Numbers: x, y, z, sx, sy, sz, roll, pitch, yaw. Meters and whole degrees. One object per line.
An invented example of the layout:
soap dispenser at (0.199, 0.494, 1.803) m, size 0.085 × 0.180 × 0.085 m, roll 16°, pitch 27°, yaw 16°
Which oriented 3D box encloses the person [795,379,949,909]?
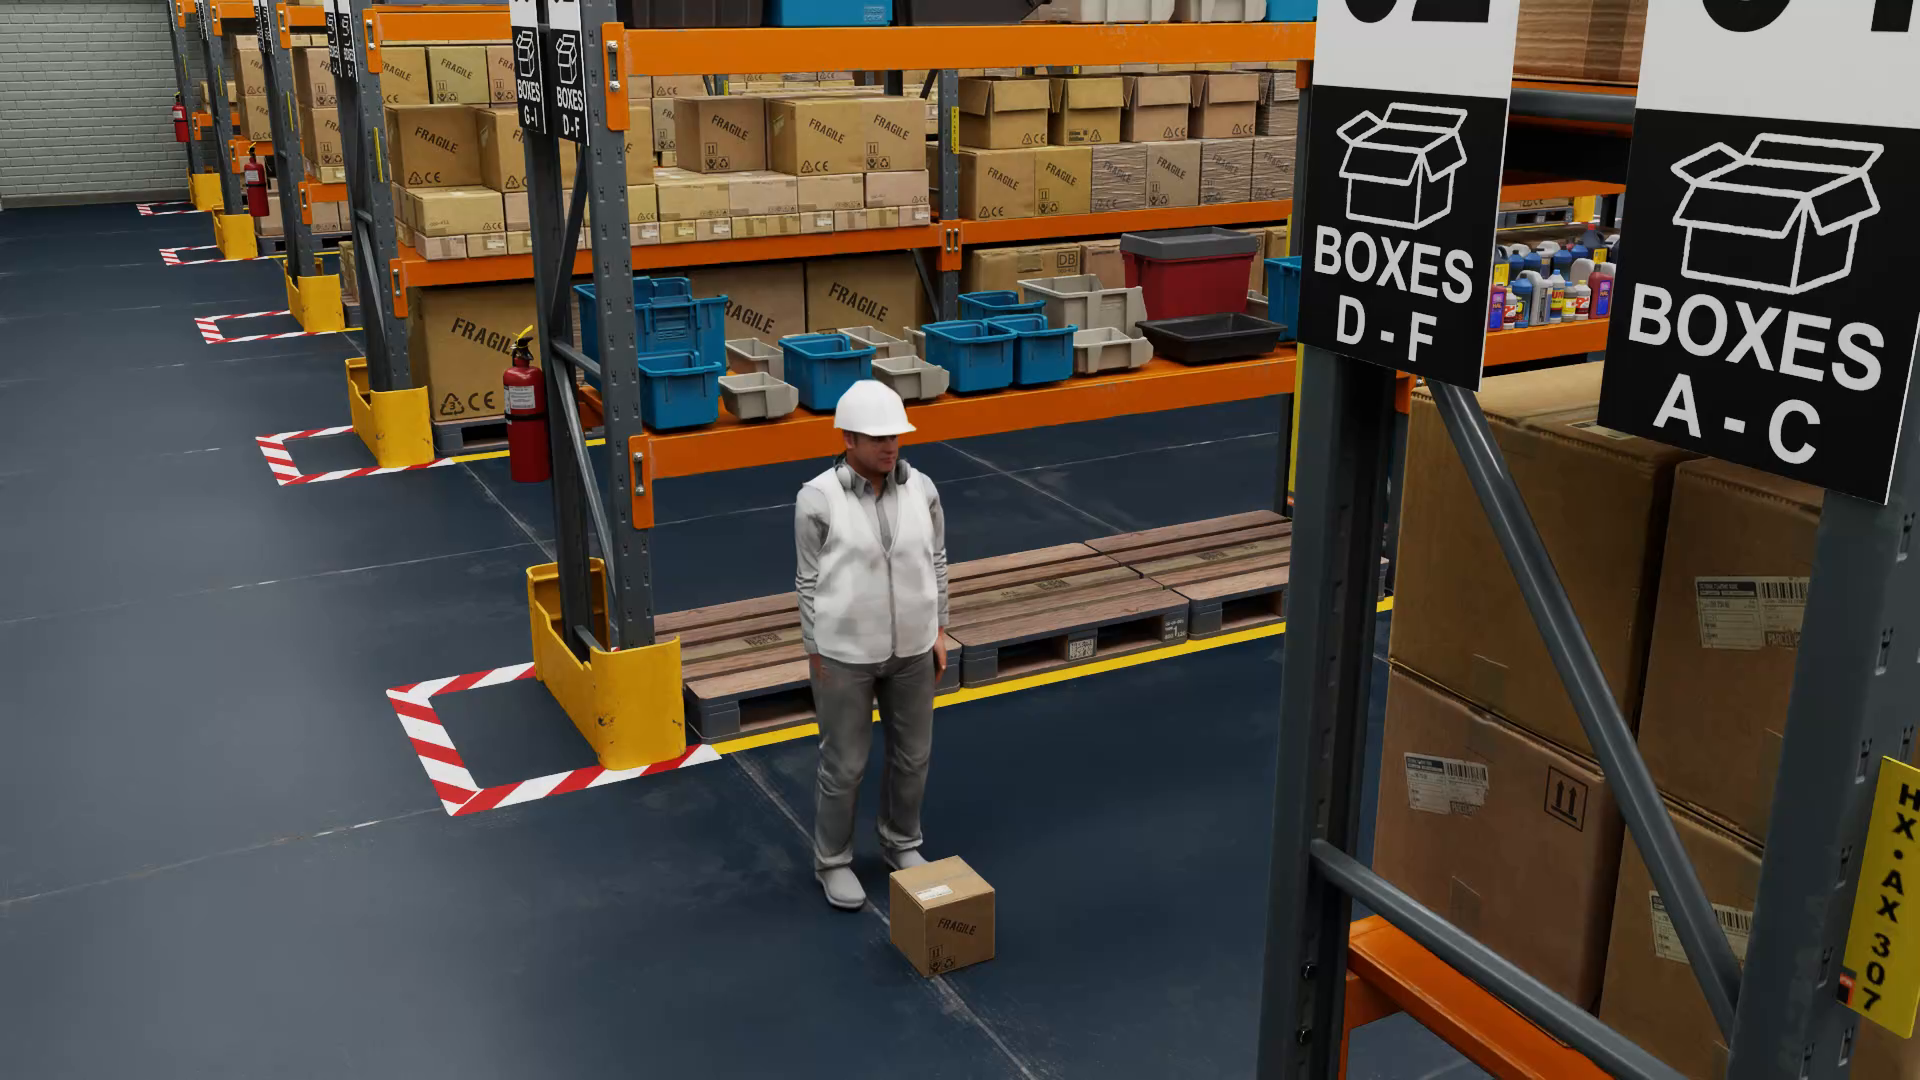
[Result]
person at (-0.272, 0.343, 5.497) m, size 0.532 × 1.767 × 0.360 m, roll -9°, pitch 20°, yaw -26°
